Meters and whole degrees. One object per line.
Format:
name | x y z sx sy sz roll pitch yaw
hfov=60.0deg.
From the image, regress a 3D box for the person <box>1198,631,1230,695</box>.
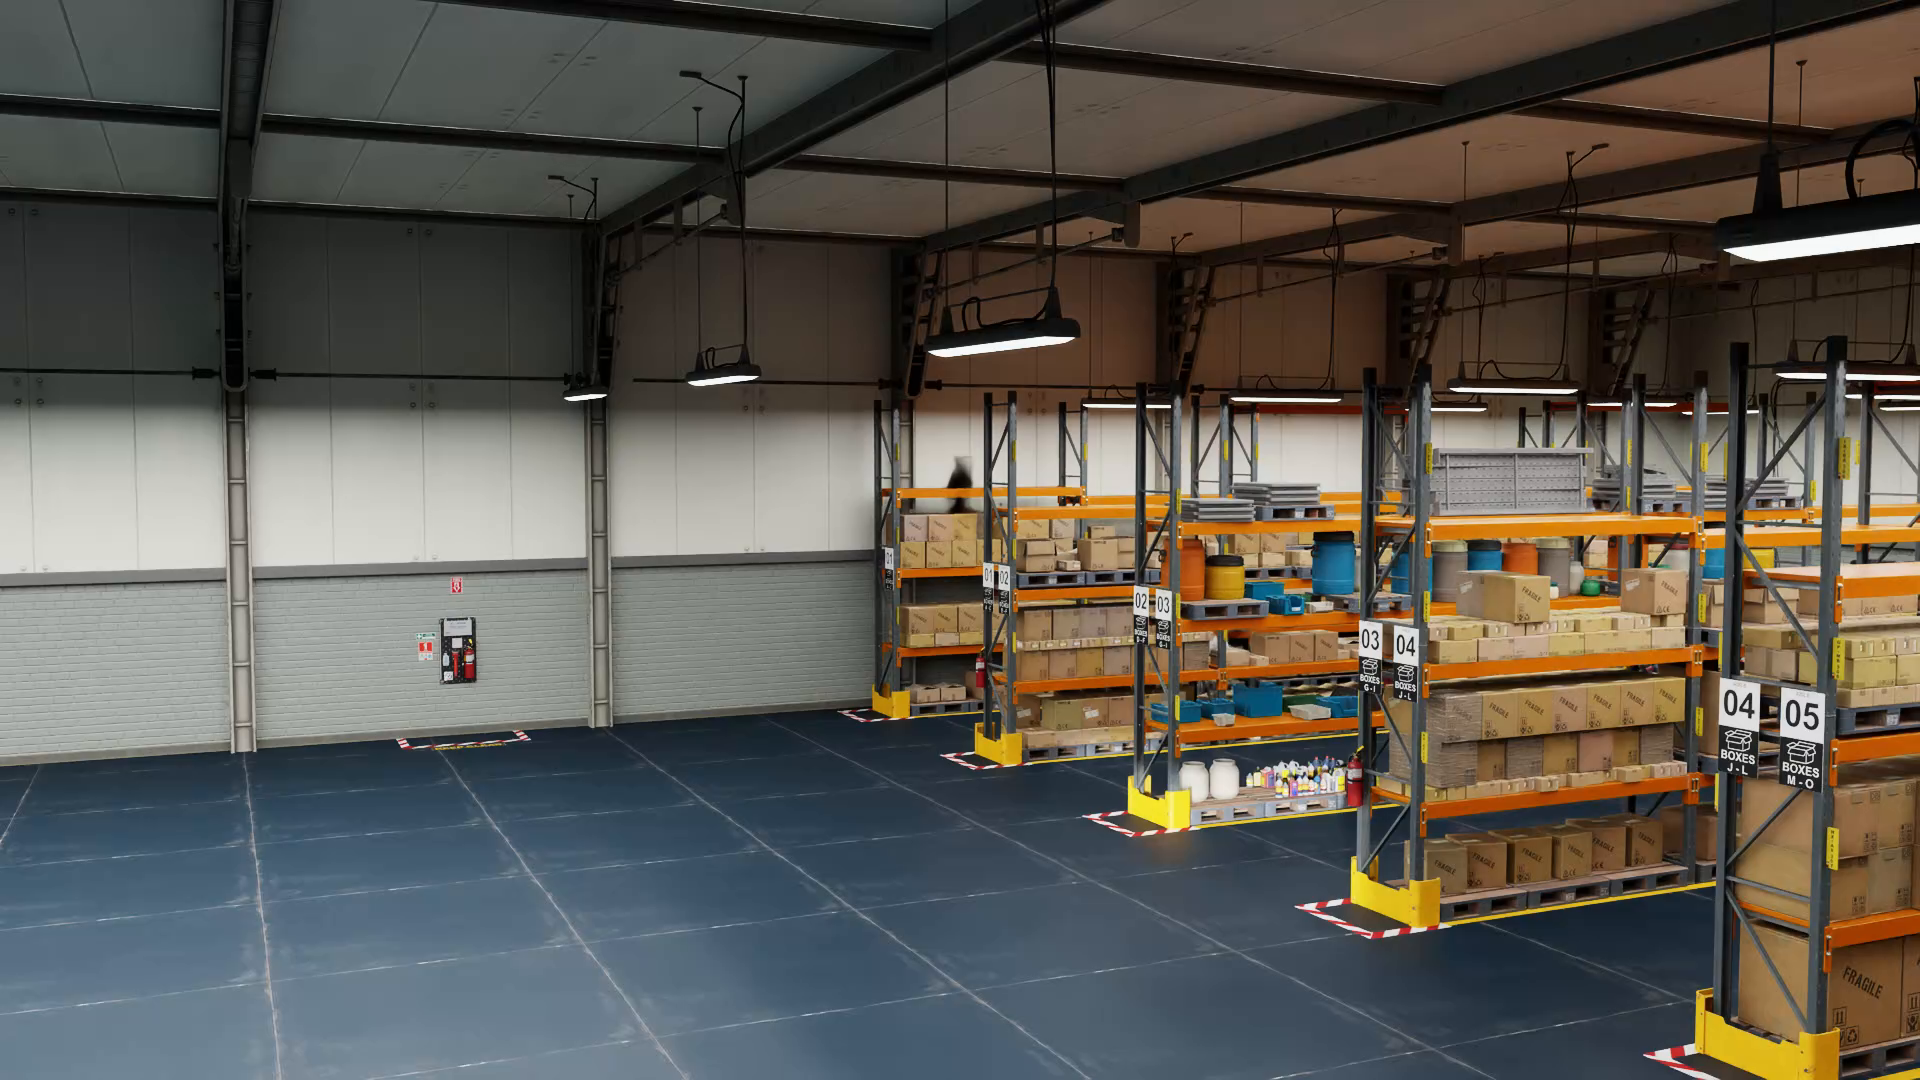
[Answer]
person | 4.687 2.463 31.302 0.847 1.780 0.679 -2 4 -24
